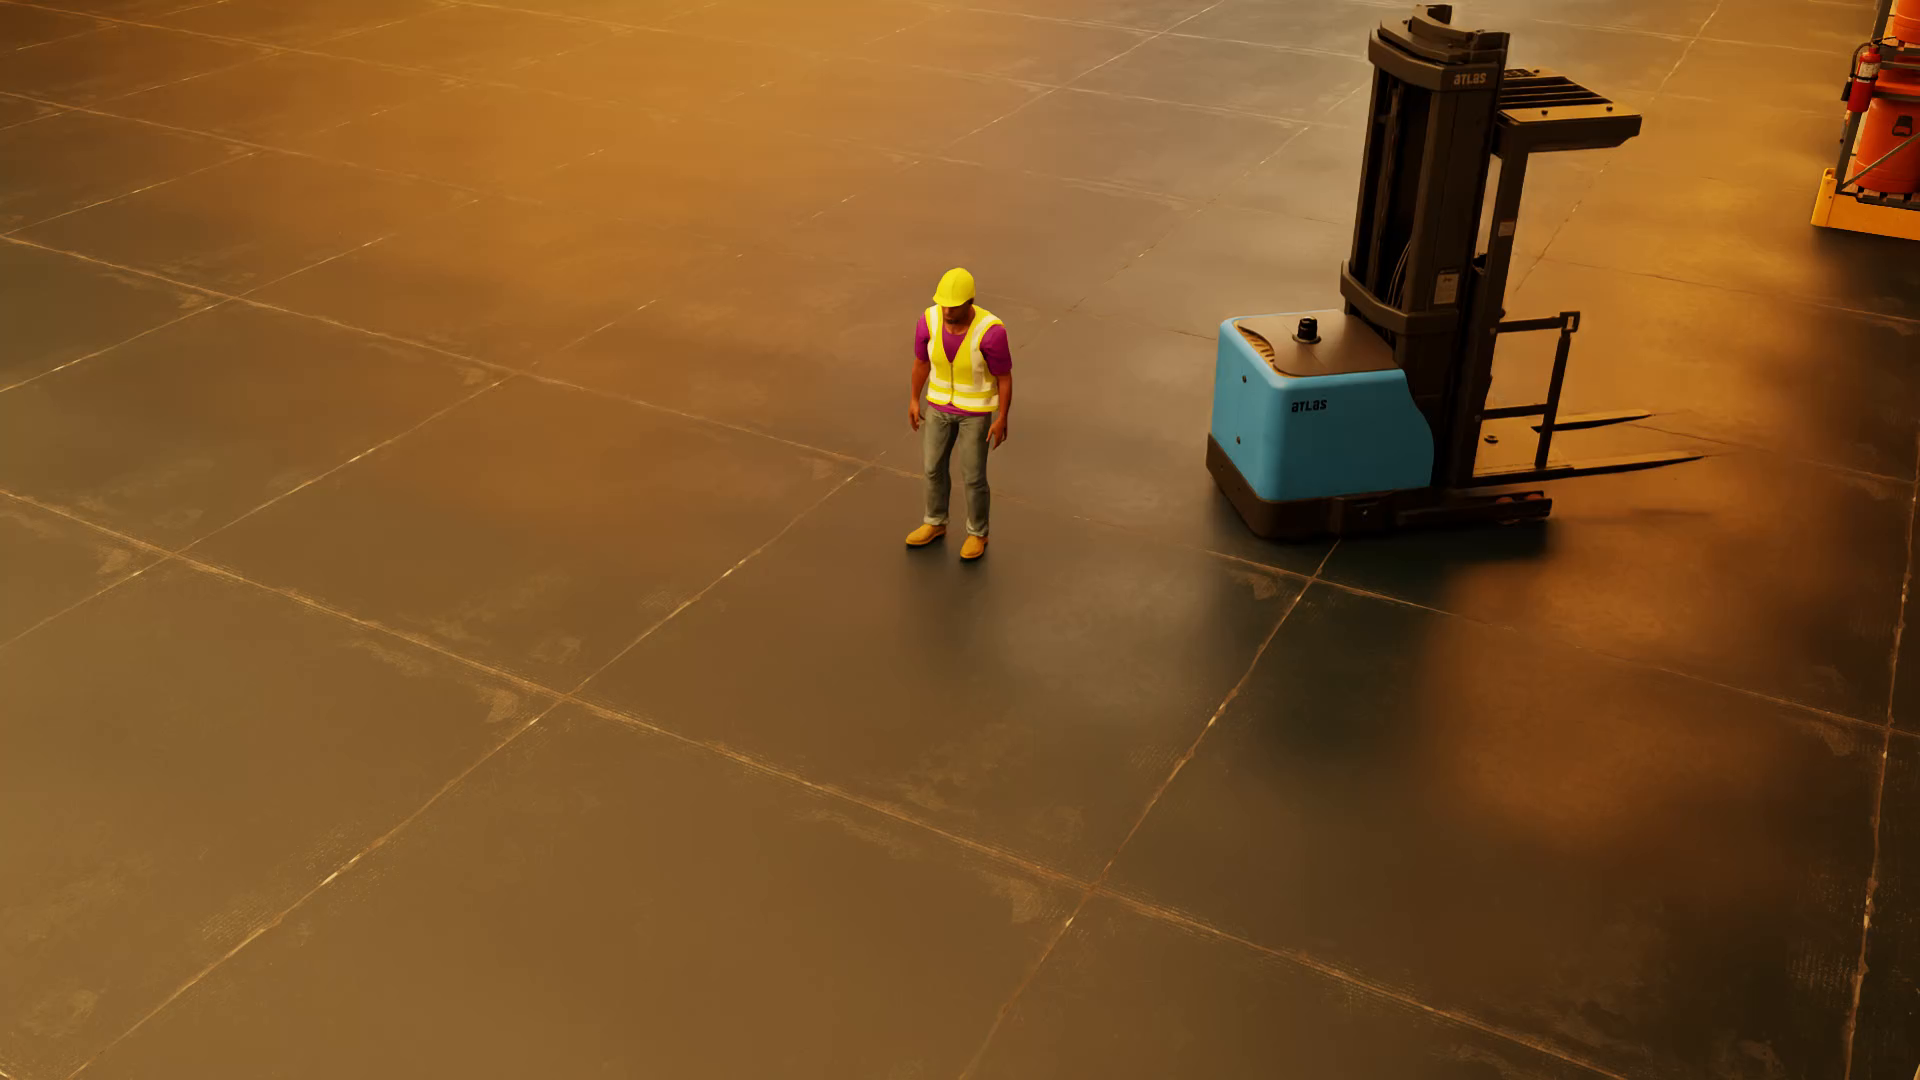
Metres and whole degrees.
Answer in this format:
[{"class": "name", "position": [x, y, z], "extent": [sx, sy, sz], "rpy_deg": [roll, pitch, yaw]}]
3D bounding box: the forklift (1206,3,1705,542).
[{"class": "forklift", "position": [3.149, -1.618, 9.875], "extent": [3.031, 2.935, 1.130], "rpy_deg": [-6, 31, -10]}]

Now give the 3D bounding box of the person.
[{"class": "person", "position": [-0.012, -0.741, 9.530], "extent": [0.626, 1.760, 0.460], "rpy_deg": [14, 33, 23]}]
